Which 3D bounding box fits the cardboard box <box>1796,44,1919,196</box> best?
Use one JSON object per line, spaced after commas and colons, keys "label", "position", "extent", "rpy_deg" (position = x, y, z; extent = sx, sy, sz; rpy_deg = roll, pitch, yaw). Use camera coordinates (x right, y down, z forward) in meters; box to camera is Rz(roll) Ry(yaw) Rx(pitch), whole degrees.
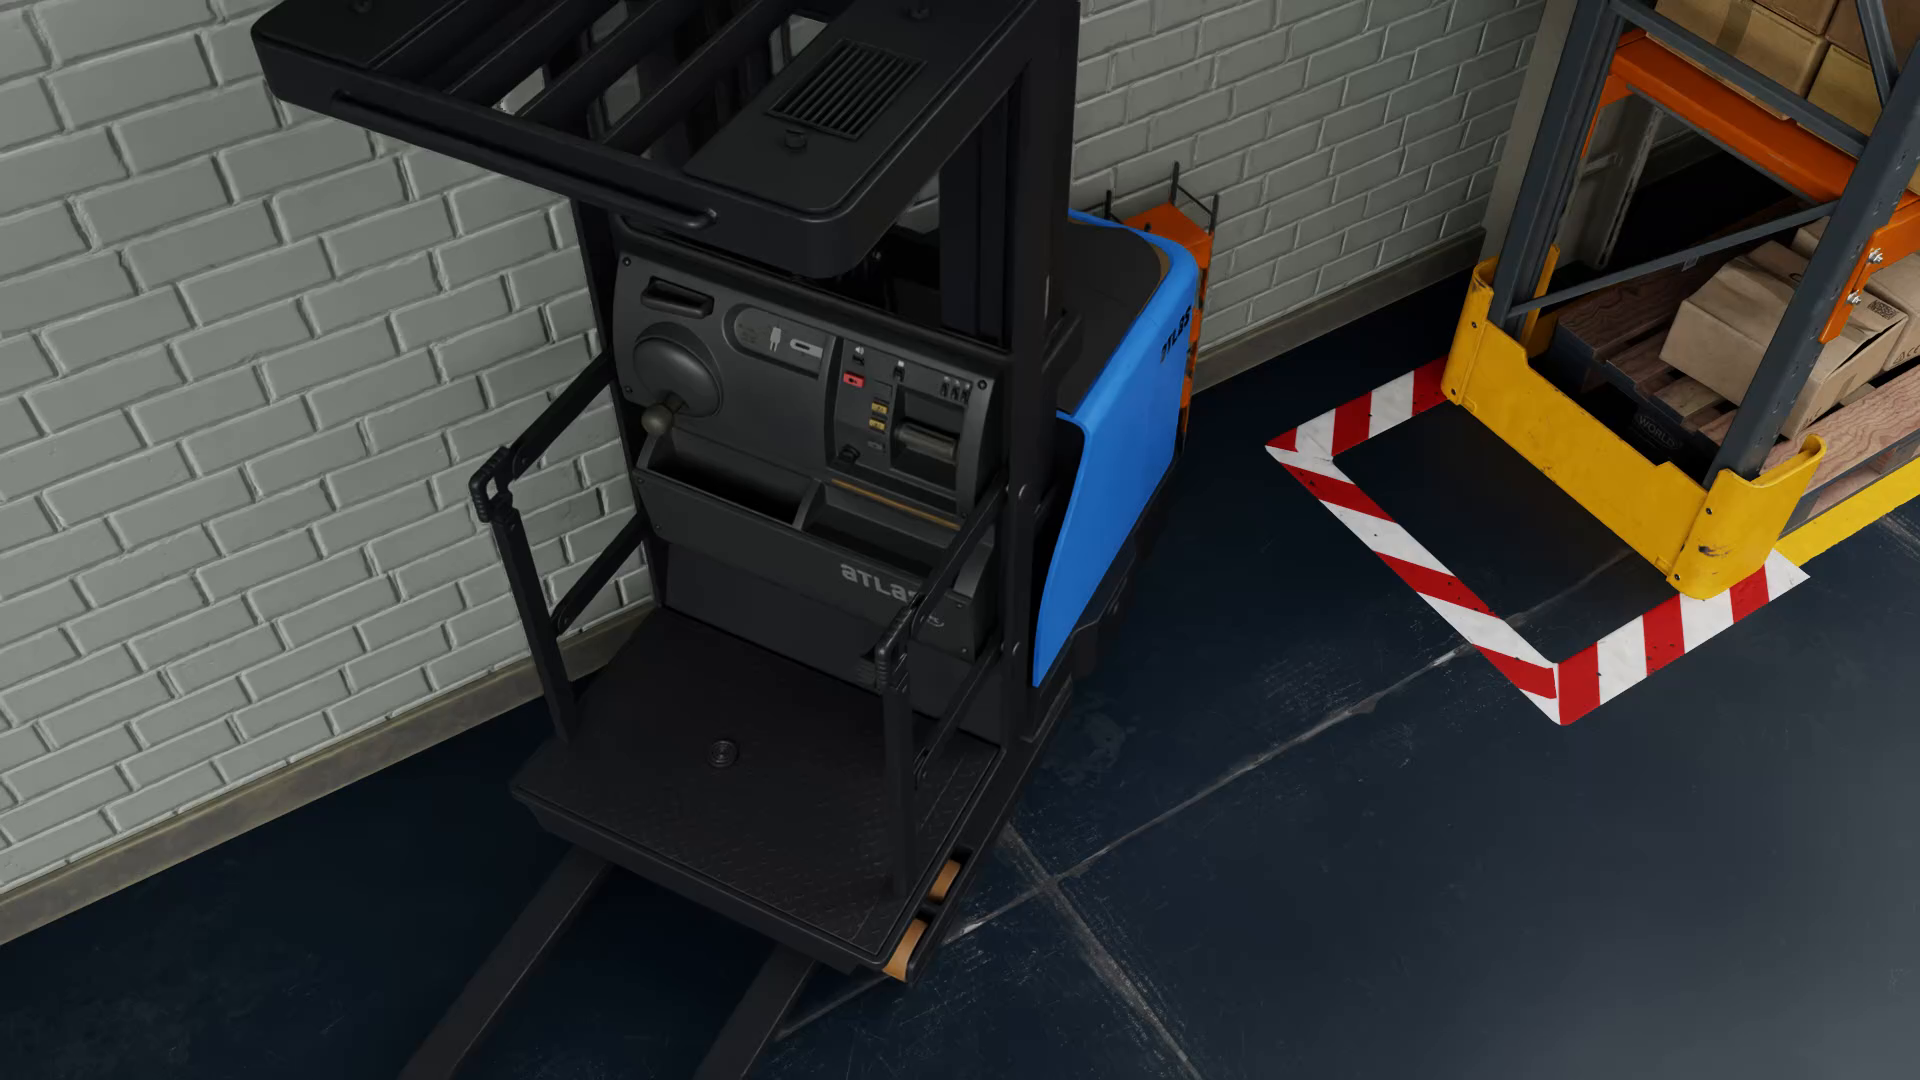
{"label": "cardboard box", "position": [2.601, -1.154, 4.356], "extent": [0.500, 0.250, 0.500], "rpy_deg": [-27, 54, -22]}

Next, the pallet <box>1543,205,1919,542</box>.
{"label": "pallet", "position": [2.789, -0.608, 5.650], "extent": [1.213, 0.211, 1.003], "rpy_deg": [-25, 53, -21]}

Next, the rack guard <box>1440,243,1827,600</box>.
{"label": "rack guard", "position": [2.083, -0.402, 5.274], "extent": [0.348, 0.500, 1.175], "rpy_deg": [-25, 53, -21]}

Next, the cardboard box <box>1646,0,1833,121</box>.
{"label": "cardboard box", "position": [2.310, -1.469, 4.637], "extent": [0.500, 0.250, 0.500], "rpy_deg": [-25, 53, -20]}

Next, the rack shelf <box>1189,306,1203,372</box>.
{"label": "rack shelf", "position": [0.577, -0.630, 5.122], "extent": [0.240, 0.259, 0.215], "rpy_deg": [-26, 53, -21]}

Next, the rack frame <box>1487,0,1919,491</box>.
{"label": "rack frame", "position": [2.018, -1.203, 4.313], "extent": [0.127, 3.000, 1.000], "rpy_deg": [-25, 53, -21]}

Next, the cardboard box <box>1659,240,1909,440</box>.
{"label": "cardboard box", "position": [2.652, -0.674, 5.348], "extent": [0.500, 0.311, 0.500], "rpy_deg": [-31, 55, -25]}

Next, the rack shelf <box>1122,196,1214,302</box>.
{"label": "rack shelf", "position": [0.577, -0.818, 4.910], "extent": [0.240, 0.259, 0.215], "rpy_deg": [-26, 53, -21]}

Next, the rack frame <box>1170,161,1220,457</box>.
{"label": "rack frame", "position": [0.679, -0.687, 5.158], "extent": [0.008, 1.050, 0.200], "rpy_deg": [-26, 53, -21]}

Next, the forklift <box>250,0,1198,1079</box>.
{"label": "forklift", "position": [-0.452, -0.241, 3.502], "extent": [1.130, 2.935, 3.031], "rpy_deg": [21, 52, 18]}

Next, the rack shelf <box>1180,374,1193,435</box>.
{"label": "rack shelf", "position": [0.577, -0.445, 5.329], "extent": [0.240, 0.259, 0.215], "rpy_deg": [-26, 53, -21]}

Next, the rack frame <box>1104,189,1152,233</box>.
{"label": "rack frame", "position": [0.475, -0.587, 5.069], "extent": [0.008, 1.050, 0.200], "rpy_deg": [-26, 53, -21]}

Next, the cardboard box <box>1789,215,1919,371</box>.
{"label": "cardboard box", "position": [3.134, -0.901, 5.550], "extent": [0.500, 0.311, 0.500], "rpy_deg": [-21, 52, -18]}

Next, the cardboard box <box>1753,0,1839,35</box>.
{"label": "cardboard box", "position": [2.304, -1.732, 4.368], "extent": [0.500, 0.500, 0.500], "rpy_deg": [-26, 53, -21]}

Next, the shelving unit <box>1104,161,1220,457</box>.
{"label": "shelving unit", "position": [0.577, -0.637, 5.114], "extent": [0.252, 1.050, 0.215], "rpy_deg": [-26, 53, -21]}

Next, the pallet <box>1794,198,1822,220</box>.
{"label": "pallet", "position": [3.819, -1.091, 6.080], "extent": [1.213, 0.211, 1.003], "rpy_deg": [-25, 53, -21]}

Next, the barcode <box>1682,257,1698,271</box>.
{"label": "barcode", "position": [2.454, -0.937, 5.576], "extent": [0.075, 0.075, 0.001], "rpy_deg": [-25, 53, -21]}

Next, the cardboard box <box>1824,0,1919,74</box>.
{"label": "cardboard box", "position": [2.583, -1.410, 4.082], "extent": [0.500, 0.500, 0.500], "rpy_deg": [-25, 53, -21]}

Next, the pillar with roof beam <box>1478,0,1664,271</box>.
{"label": "pillar with roof beam", "position": [4.446, -1.305, 0.386], "extent": [0.400, 9.000, 9.100], "rpy_deg": [-25, 53, -21]}

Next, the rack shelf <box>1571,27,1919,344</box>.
{"label": "rack shelf", "position": [3.710, -1.761, 5.291], "extent": [4.000, 0.370, 1.077], "rpy_deg": [-25, 53, -21]}
